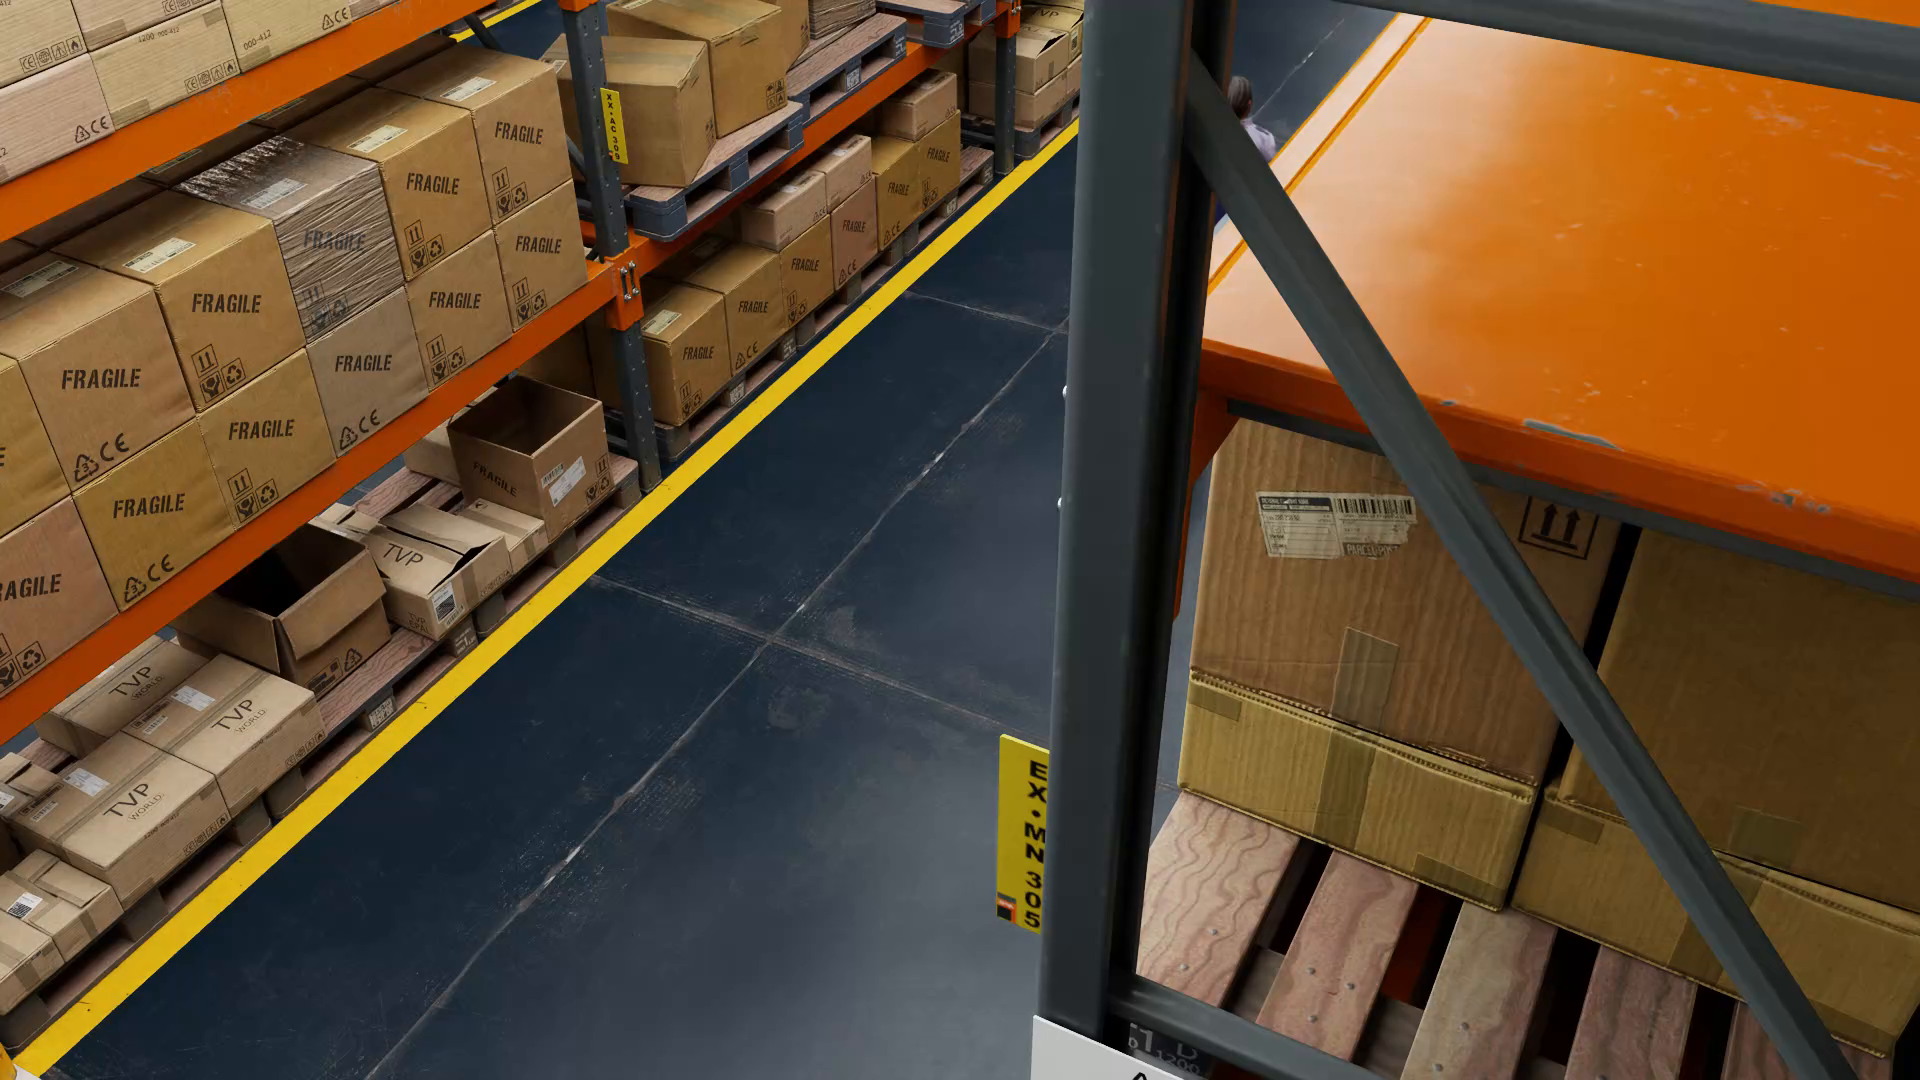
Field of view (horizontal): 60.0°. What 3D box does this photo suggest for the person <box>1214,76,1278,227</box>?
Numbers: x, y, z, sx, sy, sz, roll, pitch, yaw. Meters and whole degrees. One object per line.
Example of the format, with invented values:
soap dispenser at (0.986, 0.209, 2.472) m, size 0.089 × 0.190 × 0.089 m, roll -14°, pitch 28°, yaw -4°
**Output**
person at (1.413, -1.669, 8.777) m, size 0.488 × 1.598 × 0.746 m, roll 12°, pitch 40°, yaw 14°
